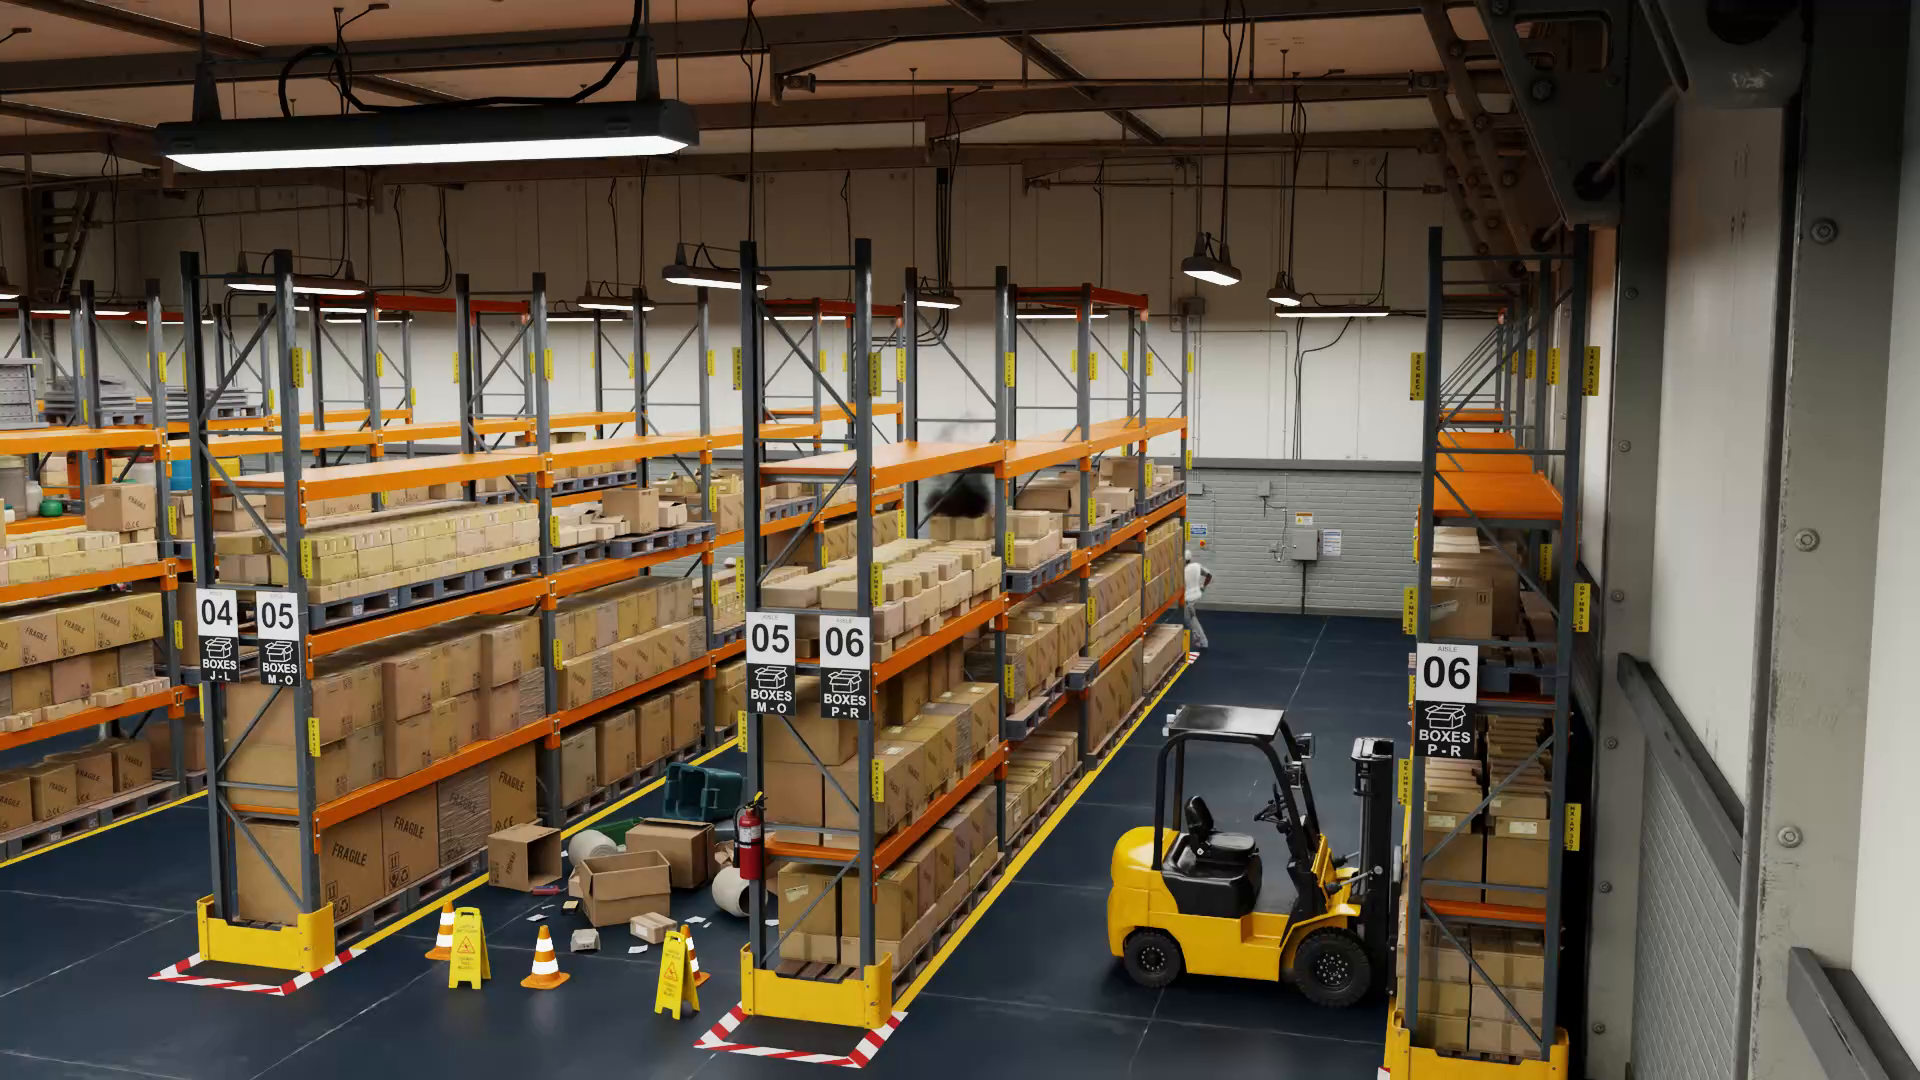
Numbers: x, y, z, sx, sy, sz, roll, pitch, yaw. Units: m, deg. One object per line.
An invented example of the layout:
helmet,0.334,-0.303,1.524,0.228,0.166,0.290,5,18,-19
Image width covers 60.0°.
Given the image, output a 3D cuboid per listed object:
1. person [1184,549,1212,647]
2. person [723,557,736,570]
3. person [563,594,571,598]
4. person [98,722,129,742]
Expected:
person,3.998,1.045,29.129,0.679,1.775,0.691,-6,9,-43
person,-3.810,1.186,27.792,0.688,1.817,0.717,2,7,15
person,-5.926,1.639,25.209,0.523,1.447,0.578,1,6,8
person,-10.758,1.971,20.916,0.583,1.663,0.913,1,7,12
